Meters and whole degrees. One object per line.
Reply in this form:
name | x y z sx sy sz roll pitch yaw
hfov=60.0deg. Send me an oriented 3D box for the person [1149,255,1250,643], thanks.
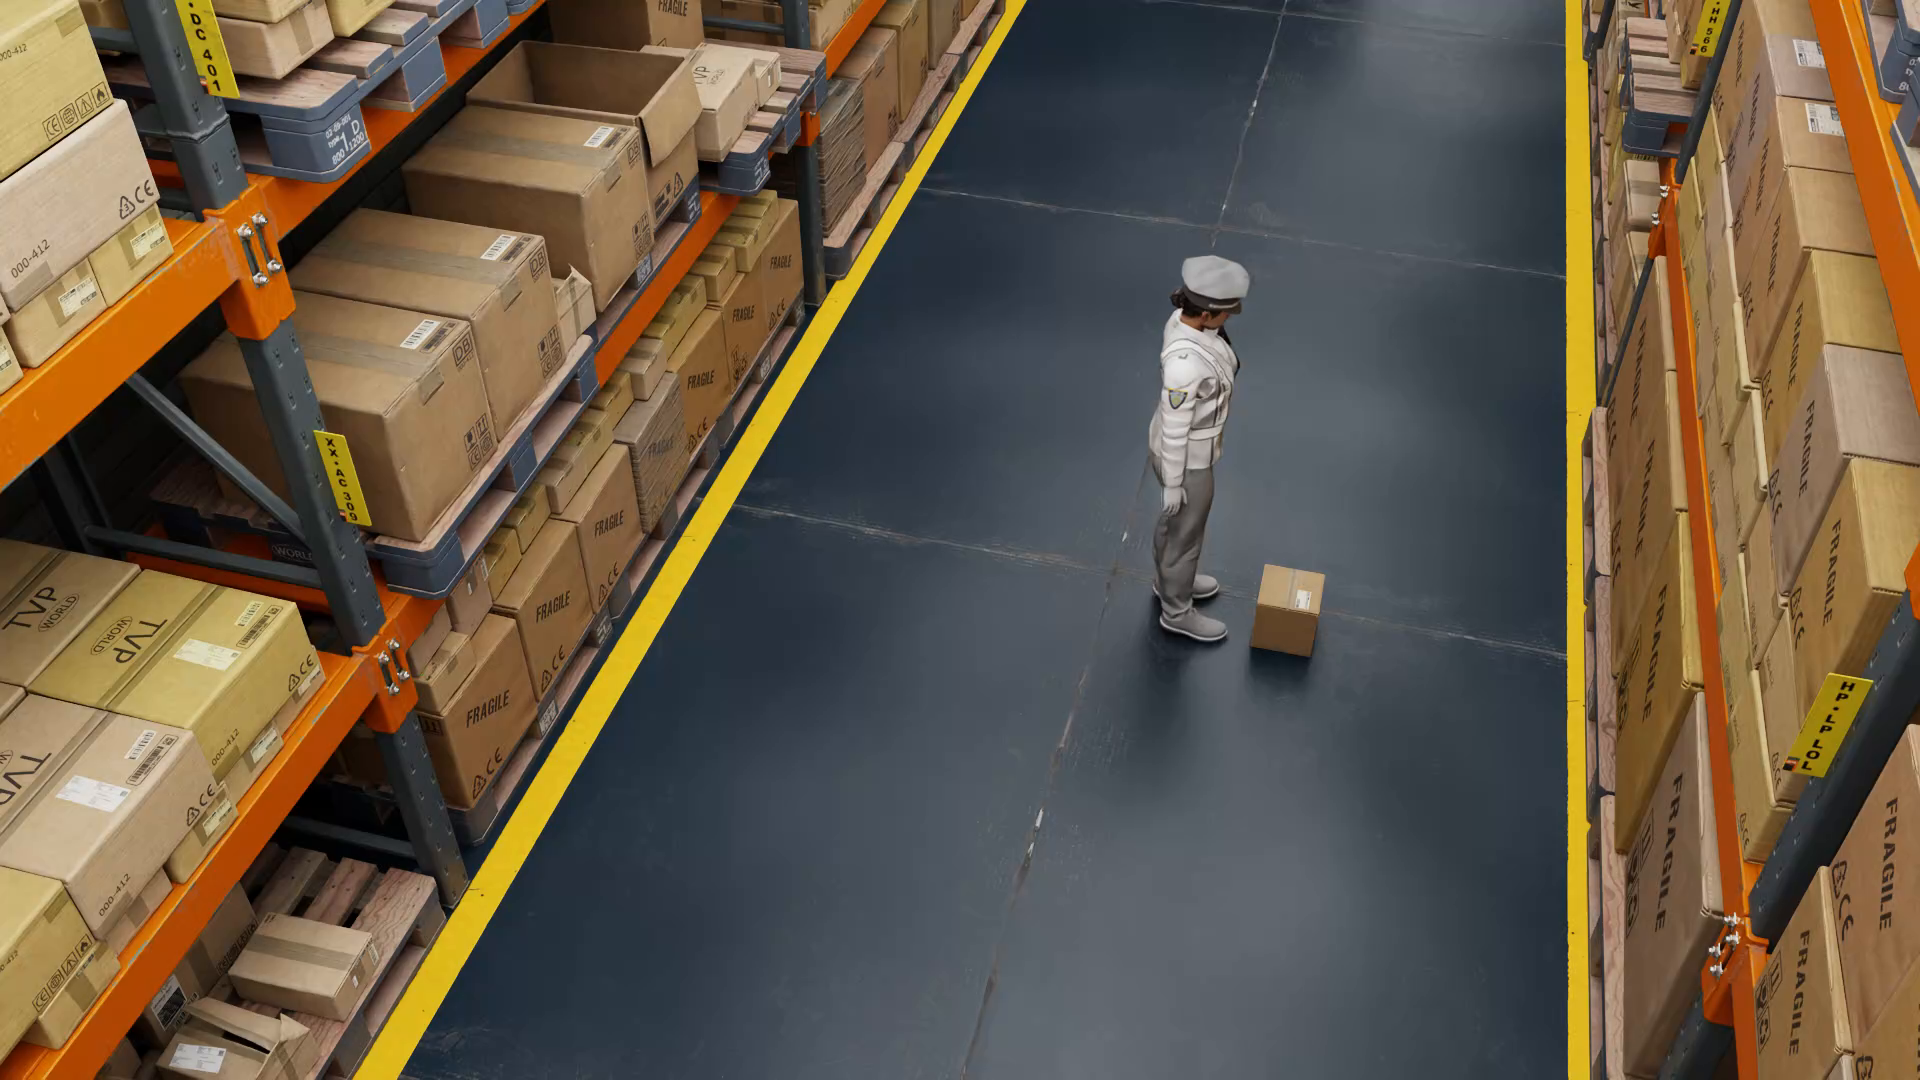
person | 0.937 -0.343 6.522 0.402 1.687 0.538 5 42 6
